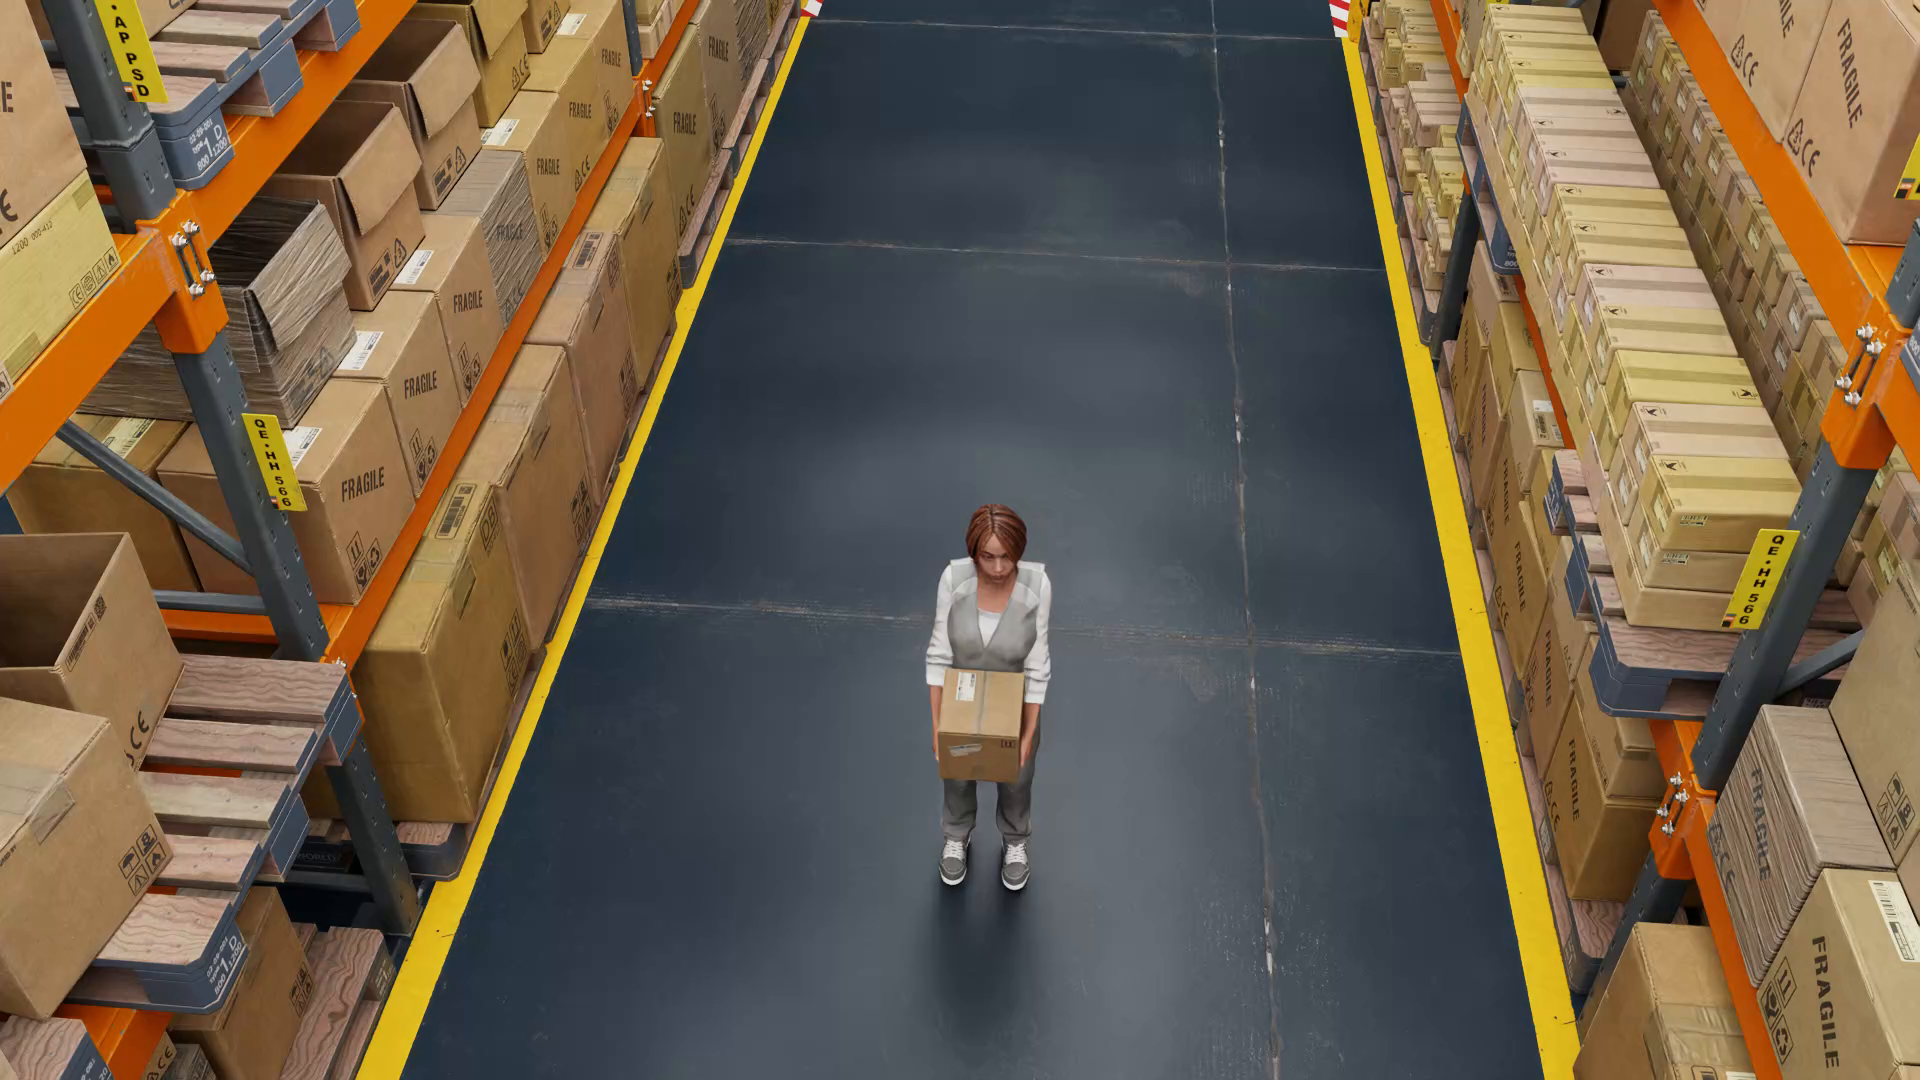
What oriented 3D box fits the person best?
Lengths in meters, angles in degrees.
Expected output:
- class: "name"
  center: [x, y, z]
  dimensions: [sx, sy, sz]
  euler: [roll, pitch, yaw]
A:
- class: "person"
  center: [0.087, 0.597, 5.473]
  dimensions: [0.380, 1.596, 0.495]
  euler: [4, 41, 4]
